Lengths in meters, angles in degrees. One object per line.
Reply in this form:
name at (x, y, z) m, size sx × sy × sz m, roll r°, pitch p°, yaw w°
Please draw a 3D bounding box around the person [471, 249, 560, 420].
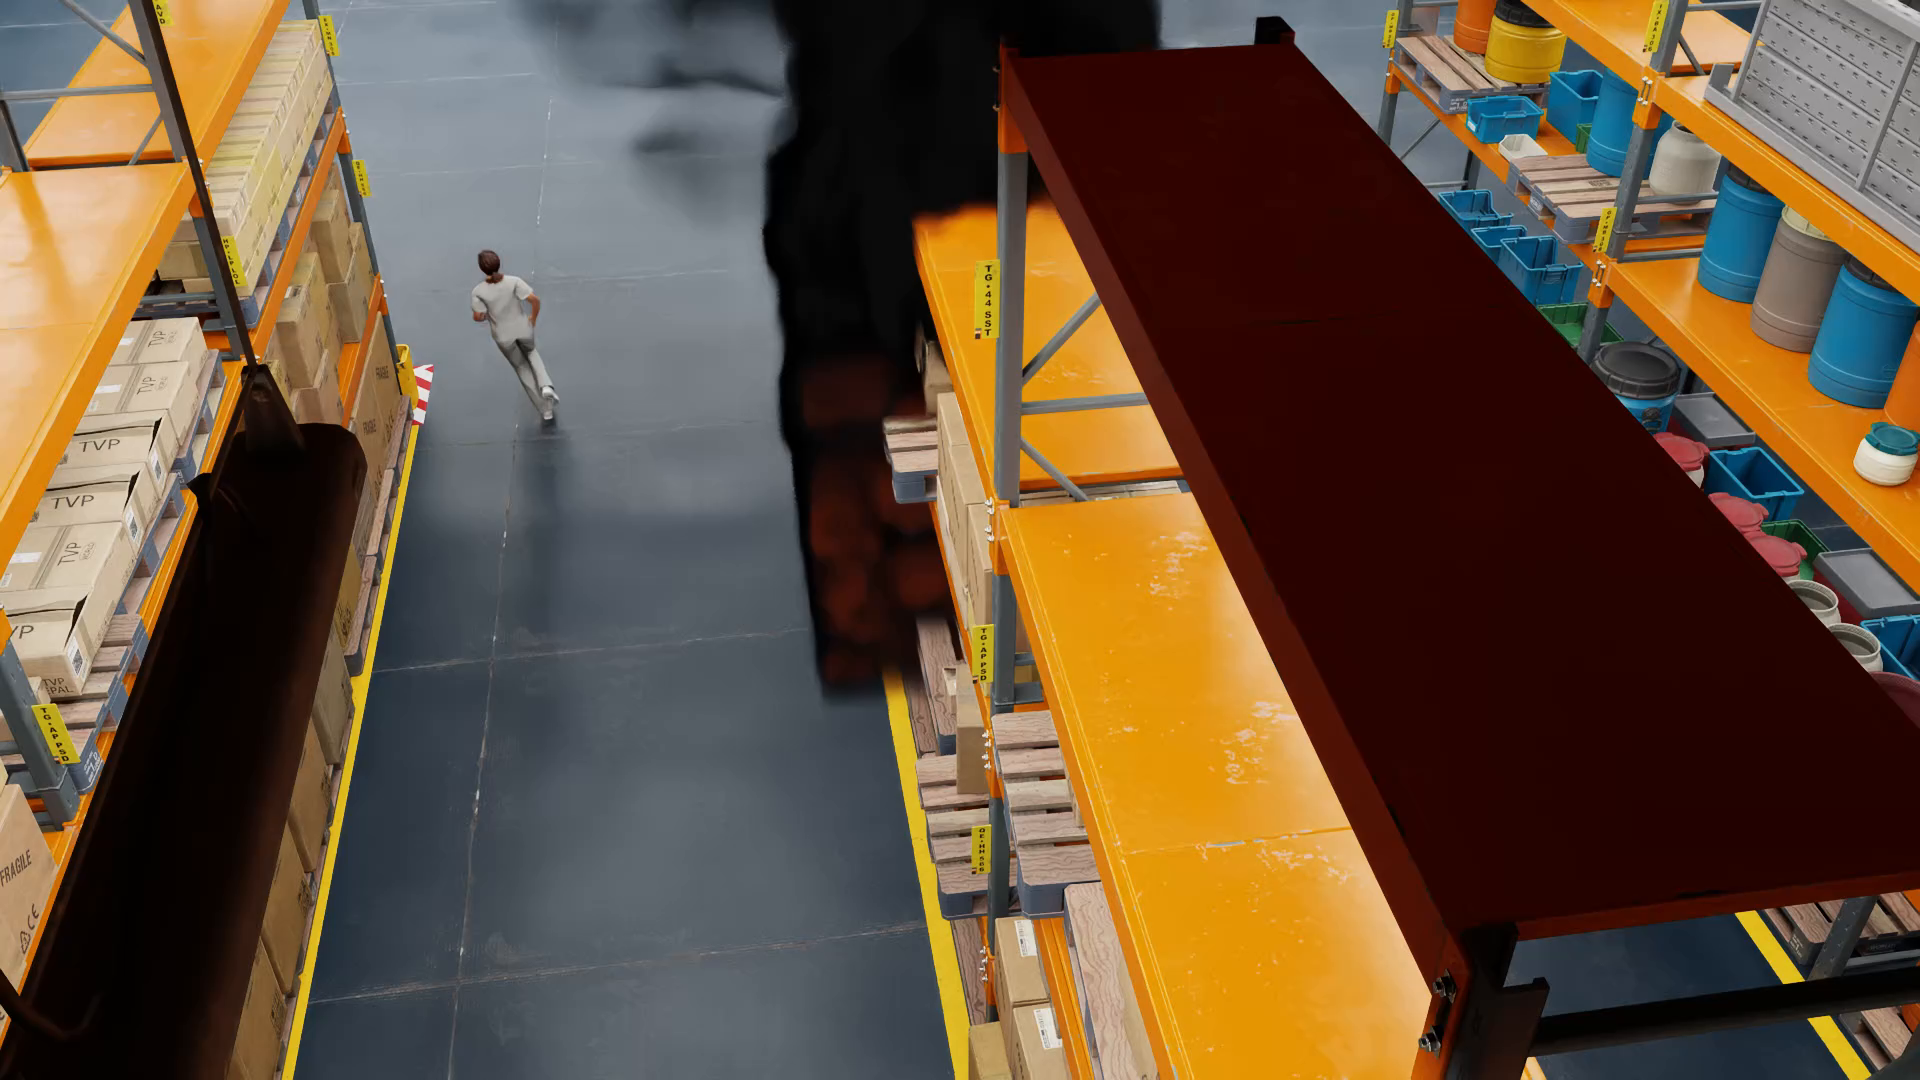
person at (-3.931, -1.814, 14.569) m, size 0.602 × 1.613 × 0.562 m, roll -17°, pitch 39°, yaw -21°
